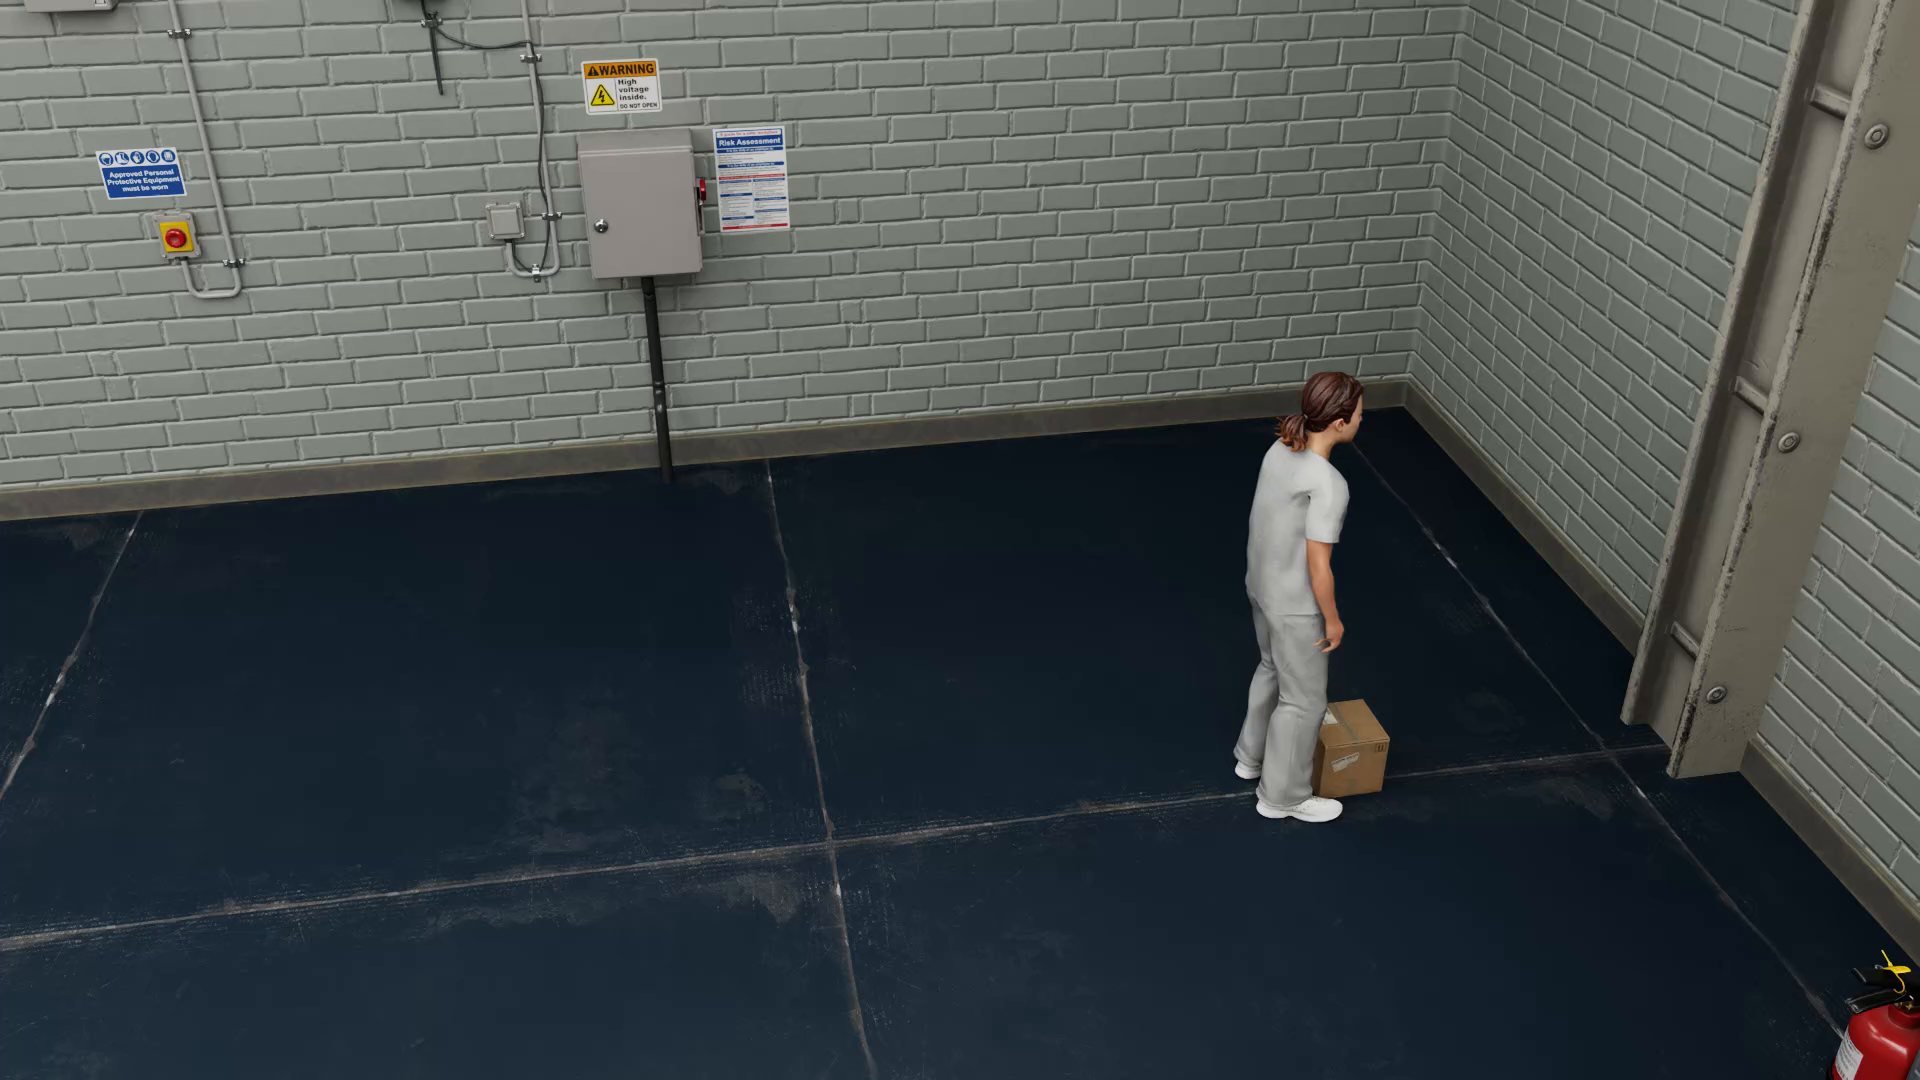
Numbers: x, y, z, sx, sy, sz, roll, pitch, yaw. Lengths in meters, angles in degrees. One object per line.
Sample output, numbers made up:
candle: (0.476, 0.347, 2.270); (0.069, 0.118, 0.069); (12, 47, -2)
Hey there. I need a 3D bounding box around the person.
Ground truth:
person: (1.183, 0.194, 5.807); (0.356, 1.673, 0.513); (-7, 31, -11)
